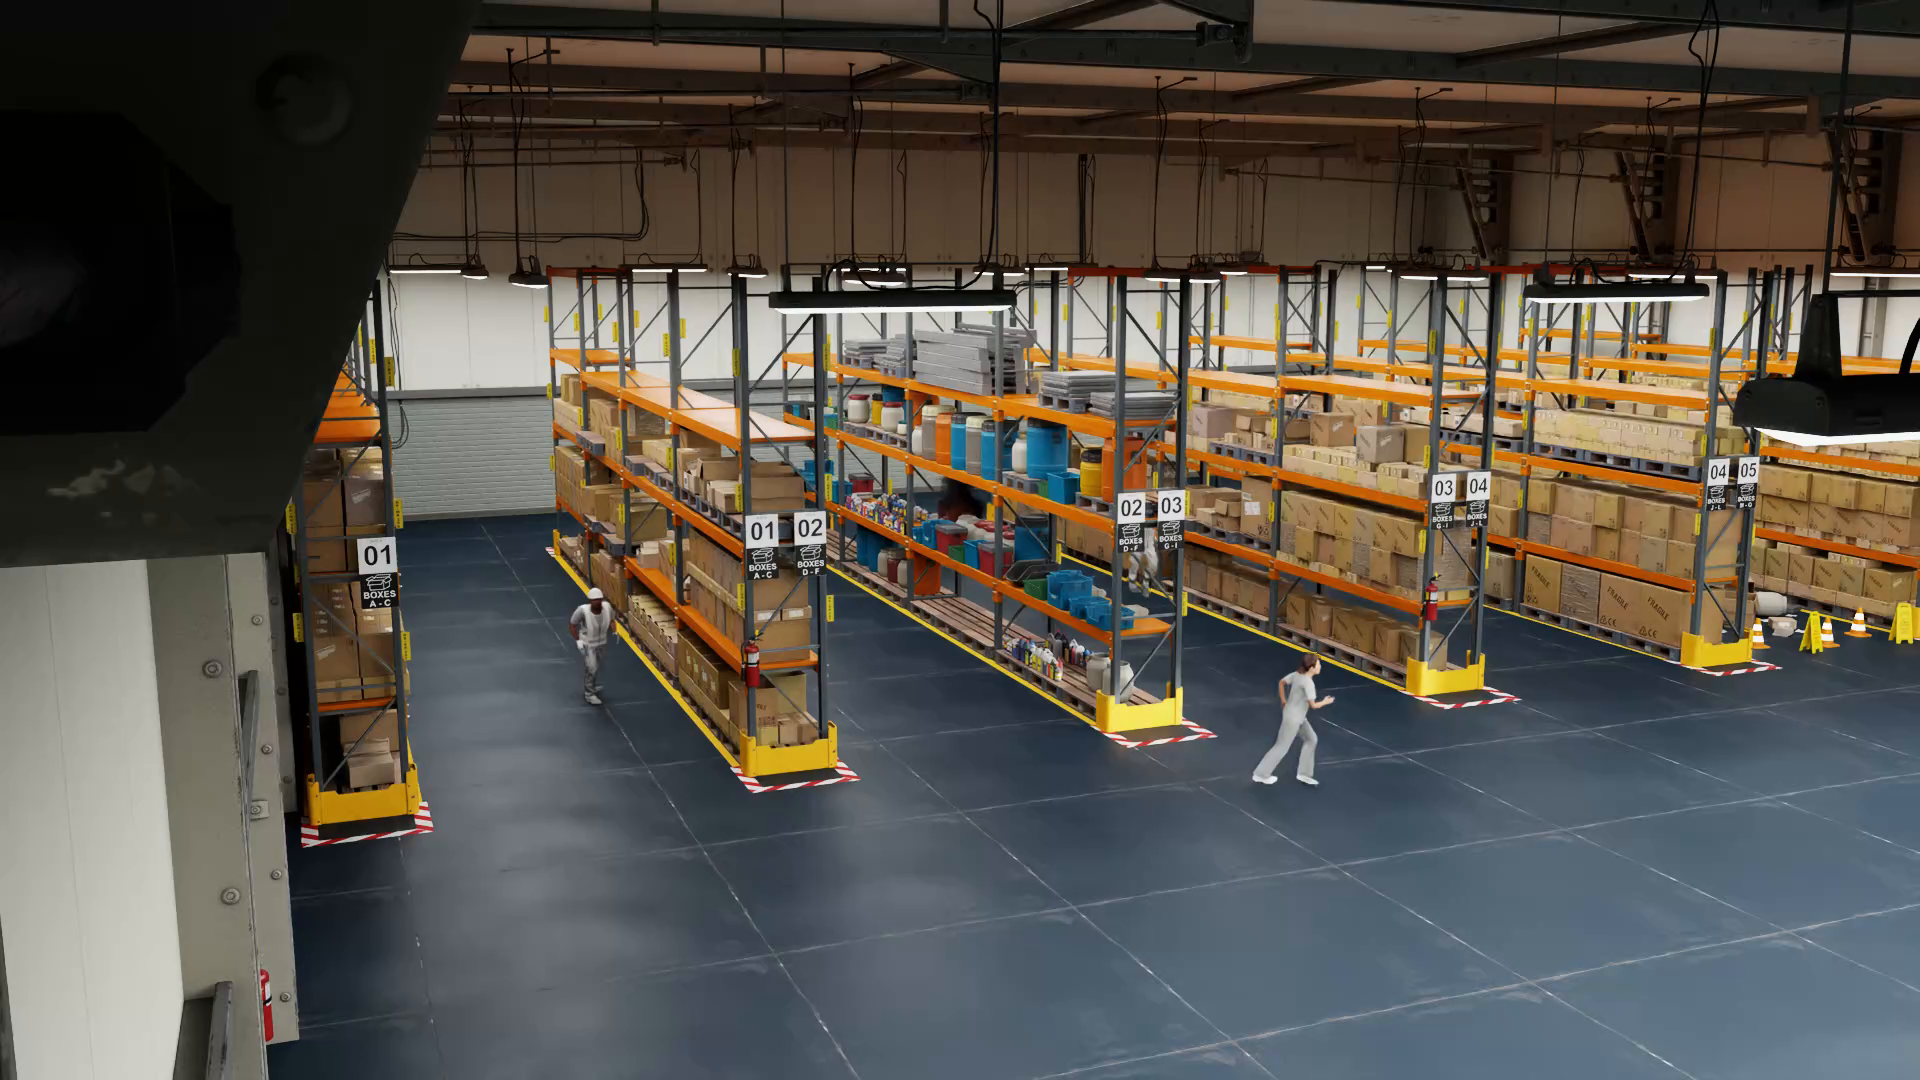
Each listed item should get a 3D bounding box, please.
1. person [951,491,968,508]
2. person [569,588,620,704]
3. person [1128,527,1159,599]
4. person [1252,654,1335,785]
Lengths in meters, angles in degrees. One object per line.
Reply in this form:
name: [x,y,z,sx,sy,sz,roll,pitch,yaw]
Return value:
person: [-0.029,-0.199,33.025,0.532,1.609,0.861,-7,12,-34]
person: [-5.170,1.458,23.441,0.915,1.695,0.707,9,13,40]
person: [3.248,0.136,29.234,0.606,1.814,0.757,-4,11,-22]
person: [3.946,2.145,19.686,0.951,1.638,0.561,0,10,2]
